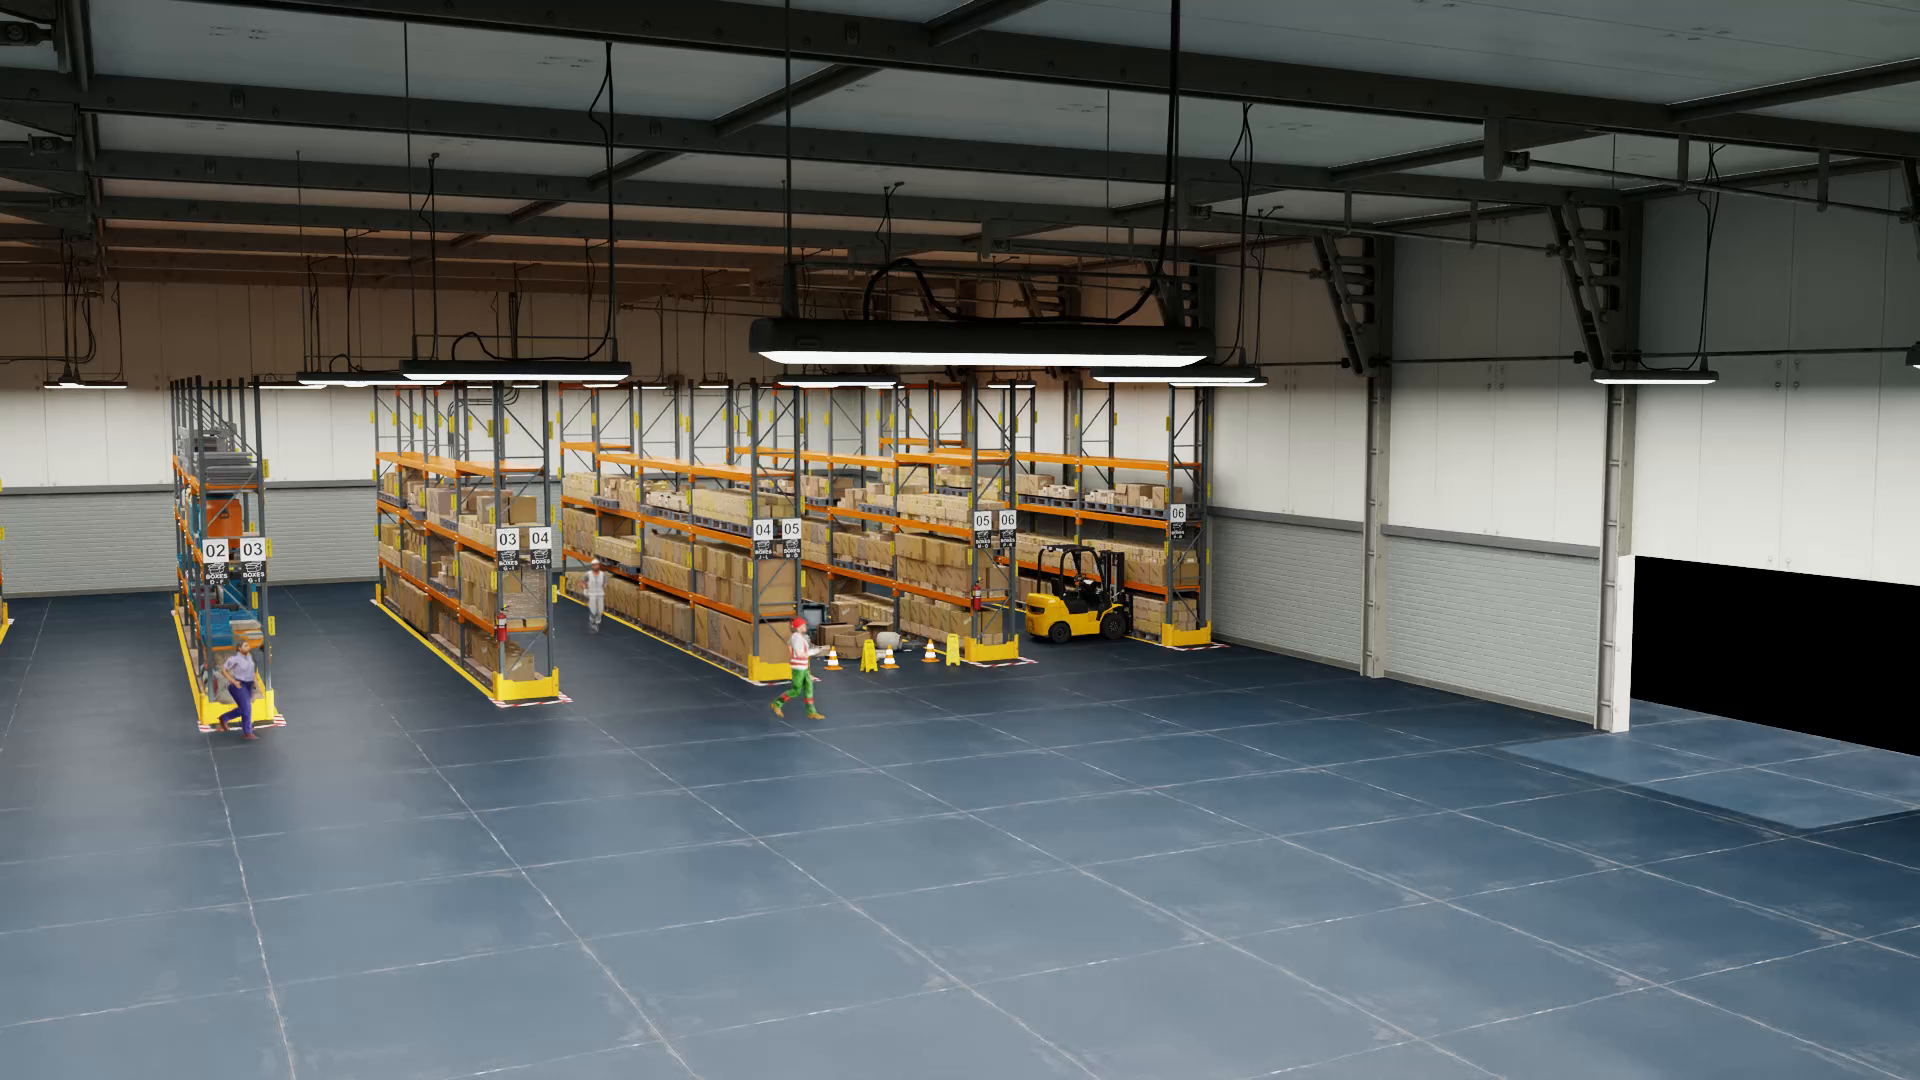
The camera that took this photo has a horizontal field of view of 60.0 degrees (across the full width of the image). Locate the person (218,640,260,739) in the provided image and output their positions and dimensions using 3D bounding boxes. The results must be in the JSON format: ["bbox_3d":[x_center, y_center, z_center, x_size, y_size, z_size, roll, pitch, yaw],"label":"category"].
[{"bbox_3d":[-11.974,2.477,27.651,0.802,1.648,0.635,1,5,12],"label":"person"}]

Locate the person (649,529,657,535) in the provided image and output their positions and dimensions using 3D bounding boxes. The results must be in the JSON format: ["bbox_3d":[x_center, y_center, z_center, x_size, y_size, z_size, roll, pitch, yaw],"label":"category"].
[{"bbox_3d":[-9.134,0.475,49.800,0.735,1.622,0.595,-2,5,-20],"label":"person"}]

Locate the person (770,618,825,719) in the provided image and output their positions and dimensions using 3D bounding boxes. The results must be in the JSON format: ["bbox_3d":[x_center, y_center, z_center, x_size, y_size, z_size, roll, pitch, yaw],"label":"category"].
[{"bbox_3d":[-2.829,2.236,28.932,0.944,1.774,0.670,0,5,3],"label":"person"}]

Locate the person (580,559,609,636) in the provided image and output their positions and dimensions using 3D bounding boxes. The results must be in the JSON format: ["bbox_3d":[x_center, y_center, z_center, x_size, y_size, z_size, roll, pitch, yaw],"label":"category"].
[{"bbox_3d":[-8.565,1.359,39.143,0.637,1.797,0.659,-2,6,-25],"label":"person"}]
